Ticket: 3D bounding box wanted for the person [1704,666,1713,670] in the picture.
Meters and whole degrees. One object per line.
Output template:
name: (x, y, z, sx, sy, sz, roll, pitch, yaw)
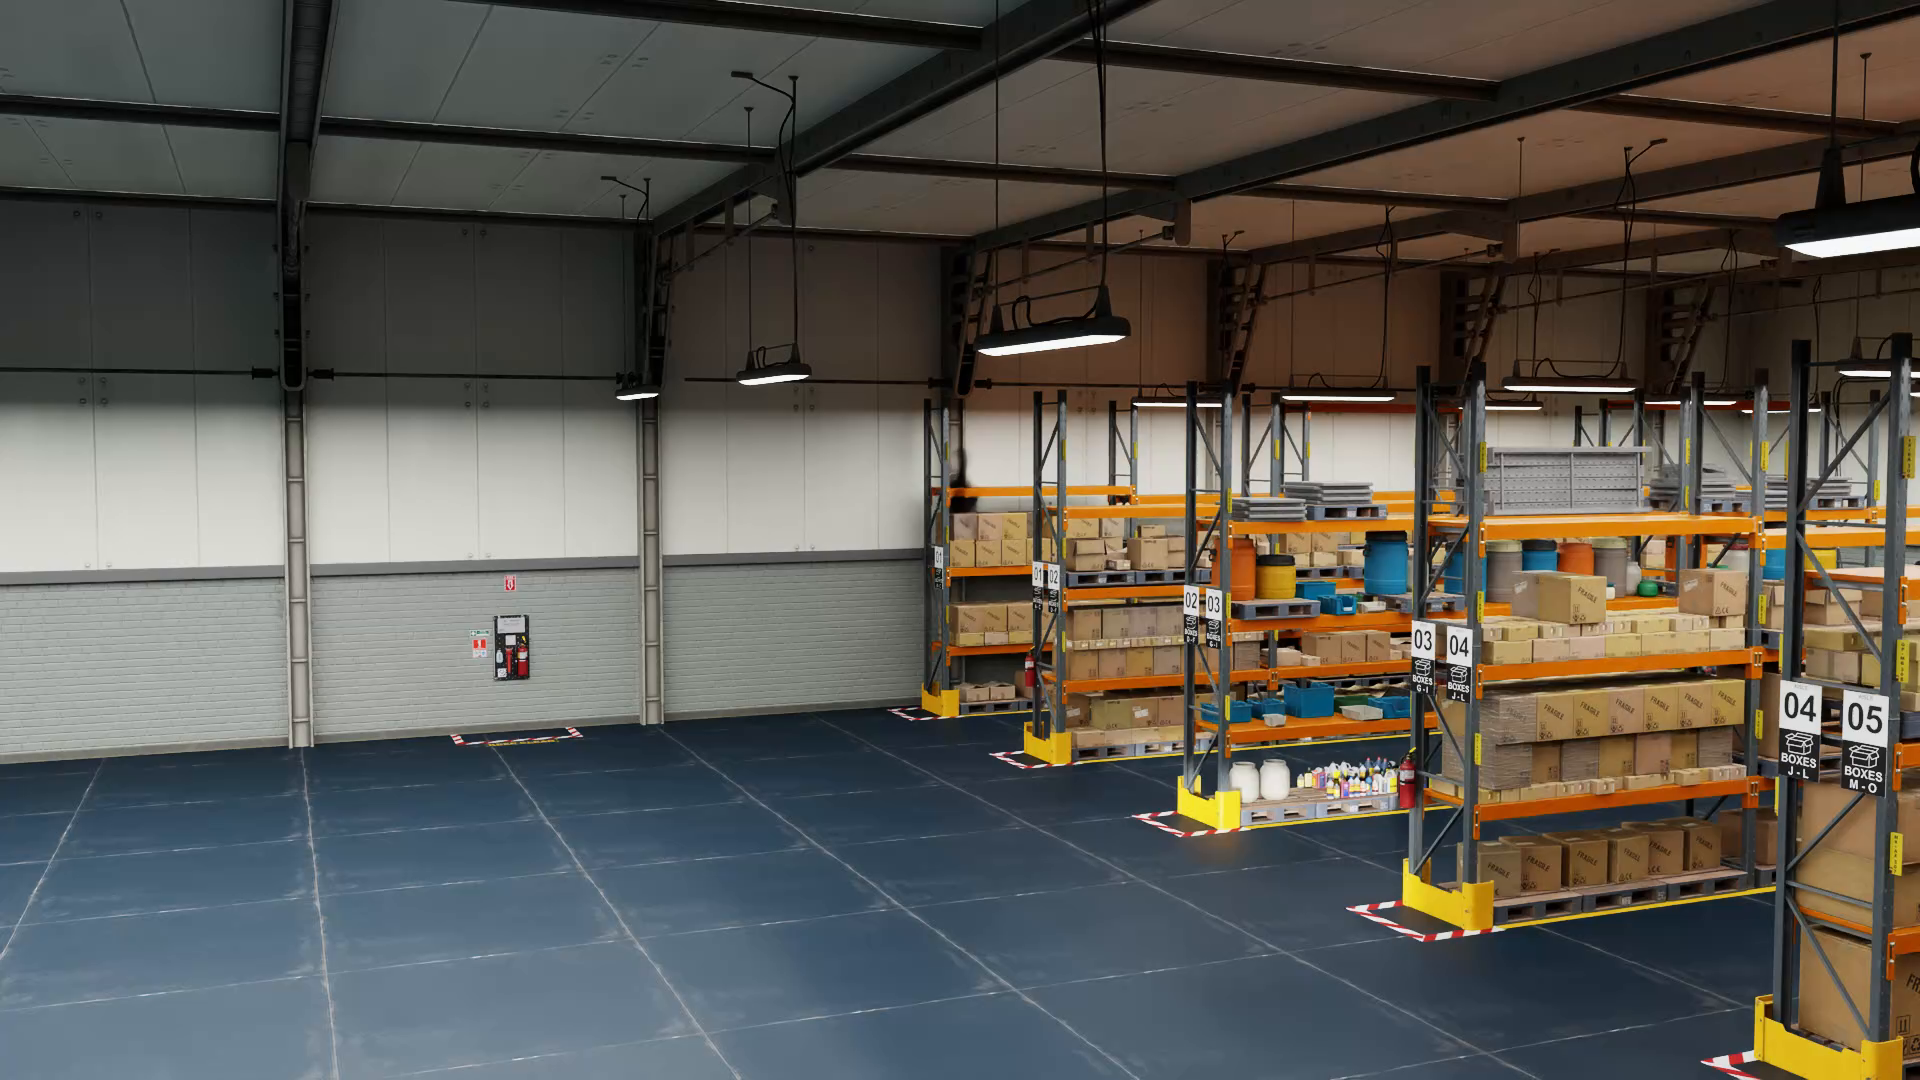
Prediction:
person: (16.732, 2.214, 36.669, 0.640, 1.619, 0.720, 0, 3, 3)
